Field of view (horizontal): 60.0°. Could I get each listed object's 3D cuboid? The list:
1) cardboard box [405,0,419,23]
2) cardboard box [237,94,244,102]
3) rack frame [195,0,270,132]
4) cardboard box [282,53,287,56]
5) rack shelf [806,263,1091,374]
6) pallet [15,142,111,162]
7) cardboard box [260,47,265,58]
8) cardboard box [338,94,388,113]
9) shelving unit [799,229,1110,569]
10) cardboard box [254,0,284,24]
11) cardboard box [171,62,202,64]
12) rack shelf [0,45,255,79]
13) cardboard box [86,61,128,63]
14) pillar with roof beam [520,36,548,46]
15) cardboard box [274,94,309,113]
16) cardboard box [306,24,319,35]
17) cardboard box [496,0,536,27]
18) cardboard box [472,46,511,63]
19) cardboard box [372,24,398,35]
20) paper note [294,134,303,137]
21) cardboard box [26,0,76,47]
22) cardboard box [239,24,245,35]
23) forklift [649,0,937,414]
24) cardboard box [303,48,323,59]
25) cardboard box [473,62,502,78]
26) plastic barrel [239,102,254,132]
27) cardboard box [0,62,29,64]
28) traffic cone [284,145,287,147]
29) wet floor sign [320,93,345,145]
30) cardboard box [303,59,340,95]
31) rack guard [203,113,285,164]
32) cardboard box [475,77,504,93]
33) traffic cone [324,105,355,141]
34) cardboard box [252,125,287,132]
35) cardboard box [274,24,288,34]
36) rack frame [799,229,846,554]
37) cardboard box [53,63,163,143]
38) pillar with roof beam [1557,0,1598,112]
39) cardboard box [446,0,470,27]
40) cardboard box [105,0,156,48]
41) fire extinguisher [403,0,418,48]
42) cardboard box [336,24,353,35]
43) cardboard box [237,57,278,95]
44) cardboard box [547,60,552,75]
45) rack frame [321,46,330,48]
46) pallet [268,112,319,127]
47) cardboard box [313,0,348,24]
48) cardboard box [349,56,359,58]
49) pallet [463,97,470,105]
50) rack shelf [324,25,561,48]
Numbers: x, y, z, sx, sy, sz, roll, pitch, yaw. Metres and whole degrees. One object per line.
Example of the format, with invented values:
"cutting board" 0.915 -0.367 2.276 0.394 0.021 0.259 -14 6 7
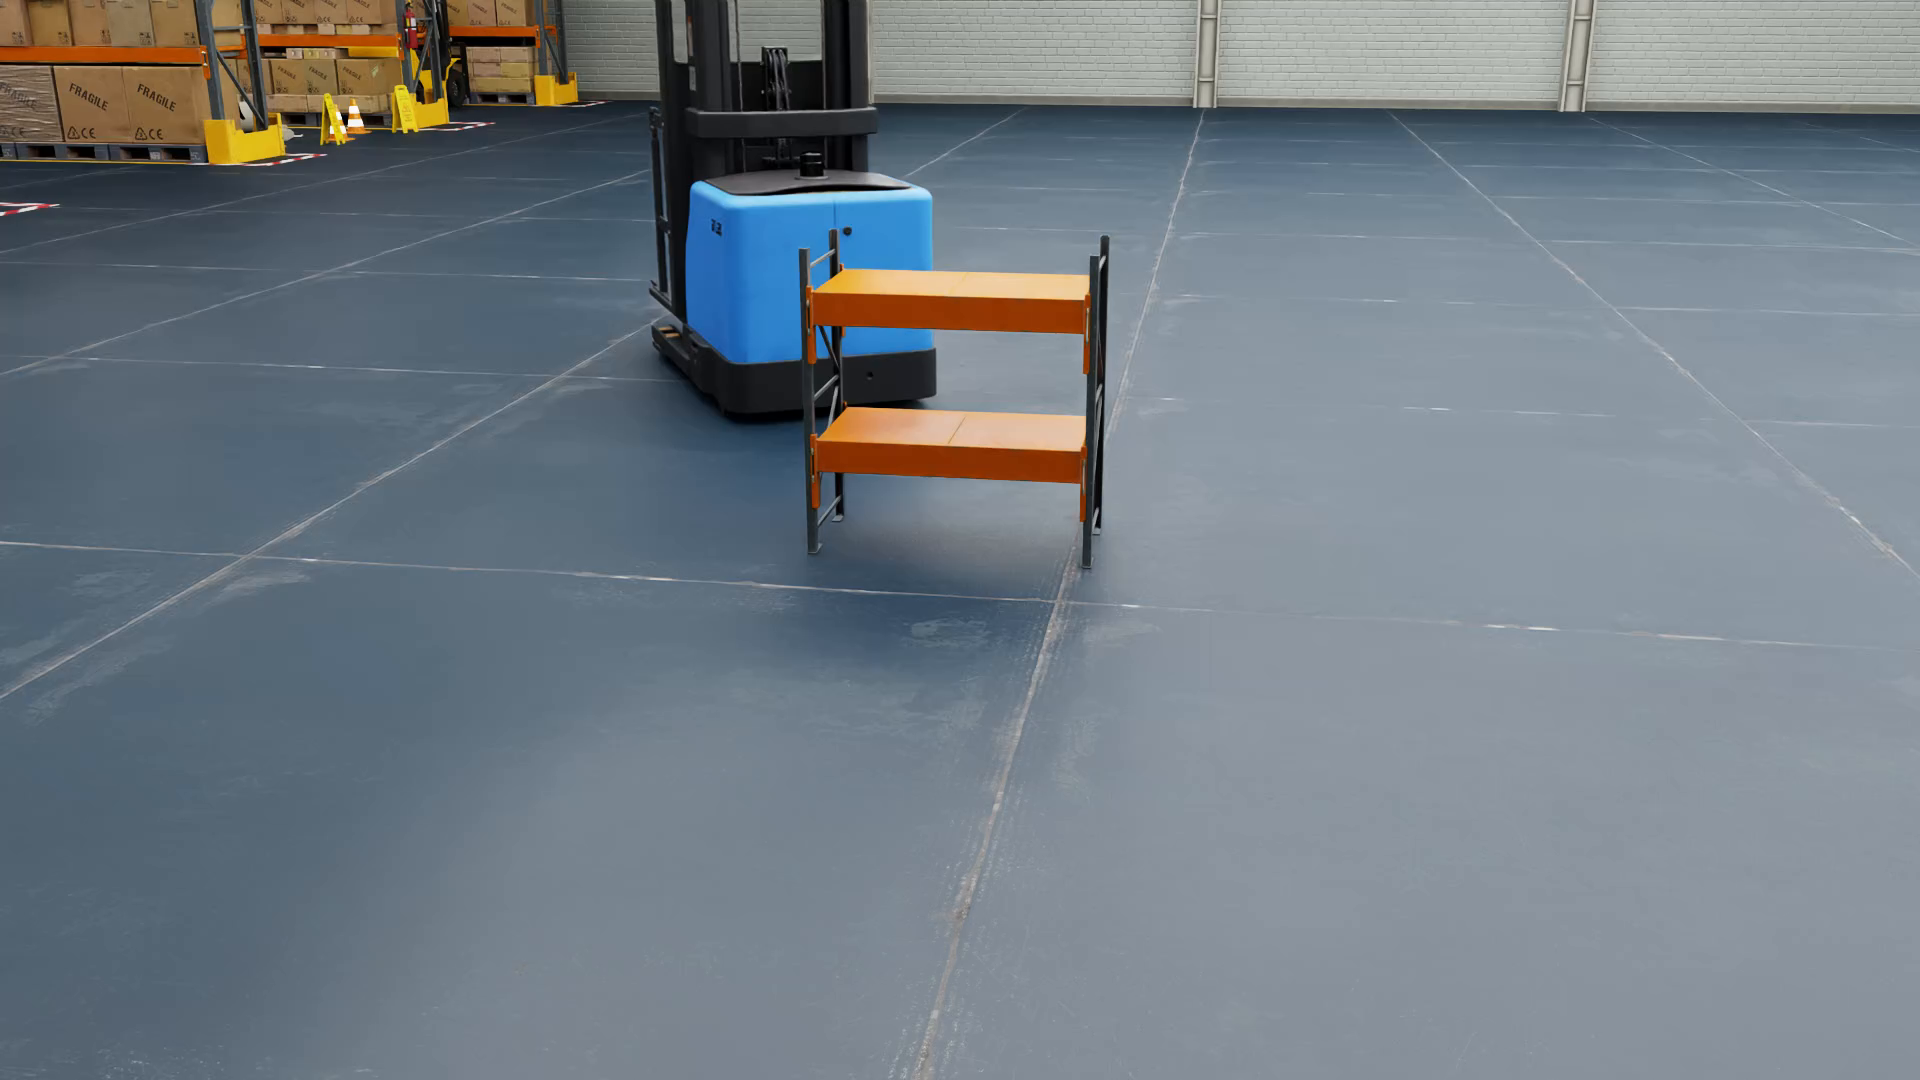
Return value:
"cardboard box" -8.321 -7.860 24.440 0.500 0.500 0.500 3 19 8
"cardboard box" -10.779 -6.520 24.732 0.500 0.250 0.500 4 19 12
"rack frame" -8.583 -6.005 19.522 0.127 3.000 1.000 3 19 9
"cardboard box" -11.580 -8.413 29.800 0.625 0.625 0.875 4 19 11
"rack shelf" -0.007 -0.811 6.033 1.000 0.278 0.538 3 19 9
"pallet" -10.586 -4.760 20.197 1.213 0.211 1.003 3 19 9
"cardboard box" -10.419 -7.143 24.392 0.250 0.149 0.380 4 19 12
"cardboard box" -8.762 -6.413 24.415 0.500 0.250 0.500 3 19 8
"shelving unit" -0.007 -0.534 6.126 1.048 1.125 0.538 3 19 9
"cardboard box" -9.962 -7.774 24.185 0.500 0.500 0.500 3 19 9
"cardboard box" -11.307 -6.898 24.683 0.500 0.500 0.500 4 19 11
"rack shelf" -10.558 -5.764 19.937 4.000 0.370 1.077 3 19 9
"cardboard box" -15.464 -8.486 30.216 0.500 0.500 0.500 3 19 10
"pillar with roof beam" -8.341 -10.930 24.786 0.400 9.000 9.100 3 19 9
"cardboard box" -9.766 -6.465 24.570 0.500 0.250 0.500 2 19 7
"cardboard box" -9.308 -7.451 24.241 0.250 0.149 0.380 3 19 9
"cardboard box" -7.642 -9.106 28.633 0.500 0.500 0.500 3 19 7
"cardboard box" -8.123 -8.435 28.880 0.500 0.250 0.500 3 19 10
"cardboard box" -8.301 -7.393 24.068 0.250 0.149 0.380 4 19 10
"paper note" -9.147 -5.577 22.922 0.142 0.019 0.148 -3 19 -10
"cardboard box" -10.566 -6.182 19.817 0.500 0.550 0.875 3 19 9
"cardboard box" -10.325 -7.459 24.265 0.250 0.149 0.380 3 19 9
"forklift" -1.106 -2.417 8.909 1.130 2.935 3.031 -7 20 -19
"cardboard box" -9.351 -7.089 24.229 0.250 0.149 0.380 3 19 10
"cardboard box" -8.138 -8.203 28.977 0.500 0.250 0.500 3 19 8
"plastic barrel" -10.177 -5.969 23.474 0.512 0.421 0.421 -15 24 -38
"cardboard box" -11.923 -5.344 20.234 0.875 0.875 0.875 3 19 9
"traffic cone" -8.882 -5.273 21.334 0.334 0.463 0.336 3 19 9
"wet floor sign" -8.240 -5.507 21.745 0.232 0.644 0.267 0 19 -1
"cardboard box" -9.246 -6.795 24.375 0.500 0.500 0.500 4 19 11
"rack guard" -8.559 -4.818 19.915 0.348 0.500 1.175 3 19 9
"cardboard box" -8.118 -7.964 29.049 0.500 0.250 0.500 3 19 9
"traffic cone" -8.367 -5.610 22.341 0.334 0.463 0.336 3 19 9
"cardboard box" -9.512 -5.642 22.930 0.250 0.149 0.380 14 23 37
"cardboard box" -9.807 -7.476 24.316 0.250 0.149 0.380 3 19 9
"rack frame" -0.509 -0.559 6.202 0.032 1.125 0.500 3 19 9
"cardboard box" -10.132 -5.253 19.963 0.875 0.875 0.875 3 19 8
"pillar with roof beam" 9.431 -10.024 22.079 0.400 9.000 9.100 3 19 9
"cardboard box" -8.658 -9.160 28.796 0.500 0.500 0.500 3 19 8
"cardboard box" -9.503 -6.101 19.574 0.550 0.550 0.875 3 19 9
"fire extinguisher" -7.858 -7.374 23.736 0.183 0.674 0.296 3 19 9
"cardboard box" -8.818 -7.391 24.061 0.250 0.149 0.380 3 19 8
"cardboard box" -10.265 -6.849 24.534 0.500 0.500 0.500 4 19 12
"cardboard box" -7.545 -8.337 29.376 0.500 0.250 0.500 3 19 10
"rack frame" -11.063 -9.317 29.422 0.127 3.000 1.000 3 19 9
"pallet" -9.970 -6.356 24.967 1.213 0.211 1.003 3 19 9
"cardboard box" -8.971 -7.717 24.012 0.500 0.500 0.500 3 19 9
"cardboard box" -9.191 -6.965 24.881 0.500 0.500 0.500 2 19 7
"pallet" -9.077 -7.881 29.524 1.213 0.211 1.003 3 19 9
"rack shelf" -9.089 -8.875 29.235 4.000 0.370 1.077 3 19 9
